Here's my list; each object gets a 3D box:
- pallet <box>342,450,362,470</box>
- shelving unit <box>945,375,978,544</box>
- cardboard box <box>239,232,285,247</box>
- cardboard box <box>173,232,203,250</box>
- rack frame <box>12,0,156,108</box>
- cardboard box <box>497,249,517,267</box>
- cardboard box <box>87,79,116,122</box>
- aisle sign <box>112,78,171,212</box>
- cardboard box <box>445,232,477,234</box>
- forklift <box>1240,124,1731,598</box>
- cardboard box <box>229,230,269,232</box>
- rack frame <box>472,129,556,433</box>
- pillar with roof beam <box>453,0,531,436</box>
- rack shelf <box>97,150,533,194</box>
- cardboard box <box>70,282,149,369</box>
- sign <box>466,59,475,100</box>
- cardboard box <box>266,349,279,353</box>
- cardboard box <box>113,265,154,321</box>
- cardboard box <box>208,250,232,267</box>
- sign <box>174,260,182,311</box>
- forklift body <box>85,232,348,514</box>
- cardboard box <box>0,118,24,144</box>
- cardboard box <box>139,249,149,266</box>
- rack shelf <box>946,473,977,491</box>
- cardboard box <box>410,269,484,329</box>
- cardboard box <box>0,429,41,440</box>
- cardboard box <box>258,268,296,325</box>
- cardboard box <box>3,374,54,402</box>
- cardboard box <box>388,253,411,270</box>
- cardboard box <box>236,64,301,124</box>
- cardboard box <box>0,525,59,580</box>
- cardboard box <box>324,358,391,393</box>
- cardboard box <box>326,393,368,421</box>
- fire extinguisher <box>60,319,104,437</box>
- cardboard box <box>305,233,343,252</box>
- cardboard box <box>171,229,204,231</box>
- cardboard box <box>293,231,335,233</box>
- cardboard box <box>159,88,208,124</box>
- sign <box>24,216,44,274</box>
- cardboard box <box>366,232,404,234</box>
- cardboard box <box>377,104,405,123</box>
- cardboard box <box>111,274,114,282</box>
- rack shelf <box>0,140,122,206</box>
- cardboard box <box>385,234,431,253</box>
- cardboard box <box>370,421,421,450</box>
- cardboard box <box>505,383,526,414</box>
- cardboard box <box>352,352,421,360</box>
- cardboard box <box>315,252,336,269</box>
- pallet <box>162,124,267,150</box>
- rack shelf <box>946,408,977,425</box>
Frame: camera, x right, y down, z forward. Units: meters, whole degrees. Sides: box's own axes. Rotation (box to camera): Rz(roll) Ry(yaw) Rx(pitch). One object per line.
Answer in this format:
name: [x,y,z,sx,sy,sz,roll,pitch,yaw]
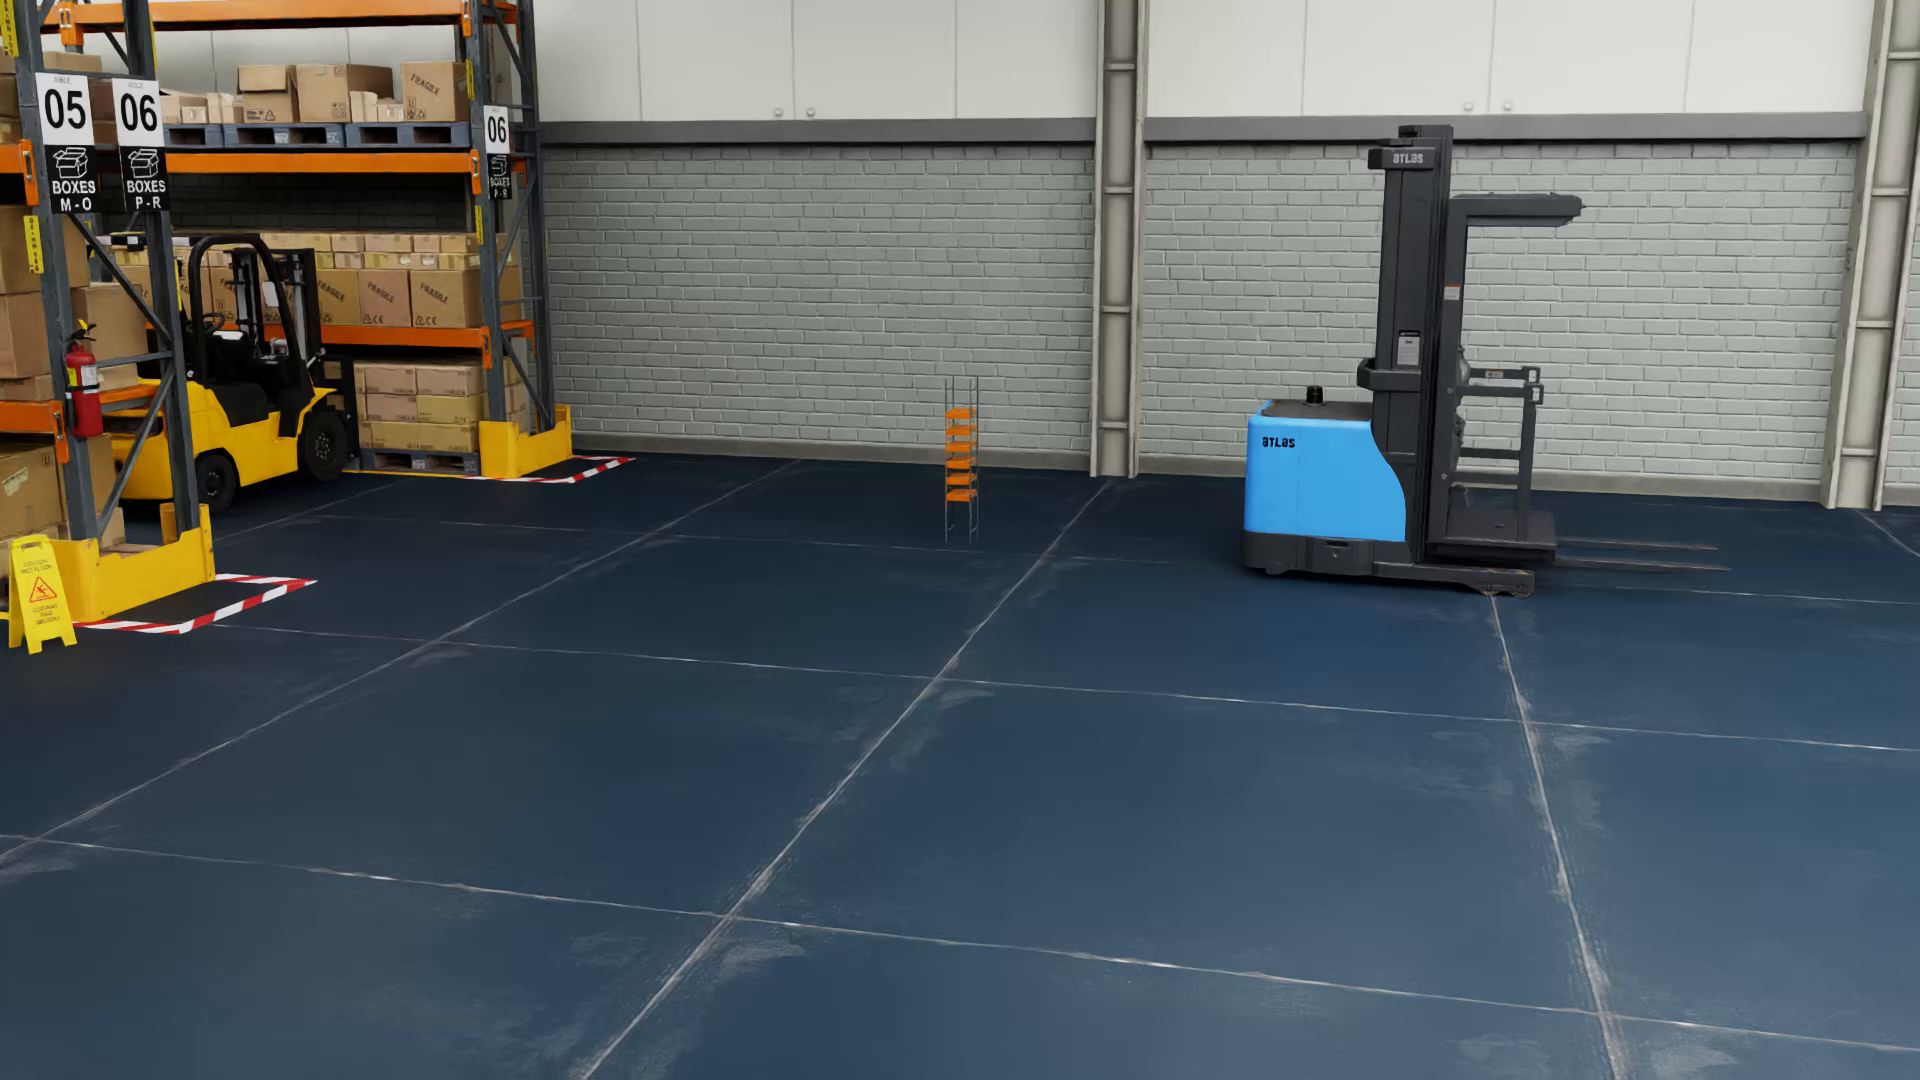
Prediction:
pallet: [-5.917,-0.871,15.671,1.213,0.211,1.003,3,13,14]
shelving unit: [0.014,-0.585,12.100,0.189,1.200,0.258,3,13,14]
cardboard box: [-6.359,-2.727,15.183,0.250,0.149,0.380,3,13,13]
cardboard box: [-7.104,-2.771,15.383,0.250,0.149,0.380,3,13,12]
rack frame: [-5.169,-4.022,9.587,0.127,3.000,1.000,3,13,14]
cardboard box: [-4.251,-2.575,15.187,0.250,0.149,0.380,3,13,12]
cardboard box: [-5.594,-2.712,10.267,0.500,0.250,0.500,3,13,13]
aisle sign: [-5.035,-2.425,10.235,0.004,0.787,0.394,3,13,14]
cardboard box: [-4.502,-2.738,15.232,0.250,0.149,0.380,4,13,15]
forklift: [3.461,-1.193,10.846,3.031,2.935,1.130,4,13,17]
cardboard box: [-6.733,-2.870,15.830,0.250,0.149,0.380,3,13,12]
rack frame: [-3.984,-2.138,14.943,0.127,3.000,1.000,3,13,14]
pillar with roof beam: [-5.475,-4.387,11.230,0.400,9.000,9.100,3,13,14]
rack shelf: [-5.925,-3.355,15.164,4.000,0.370,1.077,3,13,14]
cardboard box: [-5.563,-1.370,10.568,0.500,0.500,0.500,3,13,13]
sign: [-4.127,-3.882,14.020,0.005,0.325,0.100,3,13,14]
cardboard box: [-6.847,-1.688,15.986,0.500,0.250,0.500,3,13,13]
cardboard box: [-7.499,-2.316,15.516,0.500,0.500,0.500,3,13,12]
cardboard box: [-6.633,-2.576,15.189,0.250,0.149,0.380,3,13,13]
sign: [-5.039,-1.630,10.658,0.005,0.325,0.100,3,13,14]
forklift body: [-6.262,-1.438,13.749,1.214,2.155,2.313,3,13,14]
cardboard box: [-5.583,-2.395,9.758,0.250,0.149,0.380,3,13,14]
cardboard box: [-7.369,-2.626,15.414,0.250,0.149,0.380,3,13,15]
rack shelf: [0.014,-0.424,12.136,0.180,0.103,0.258,3,13,14]
cardboard box: [-4.524,-2.157,14.798,0.500,0.500,0.500,3,13,12]
cardboard box: [-6.418,-0.450,10.982,0.500,0.500,0.500,3,13,11]
cardboard box: [-6.014,-2.236,15.155,0.500,0.500,0.500,3,13,14]
cardboard box: [-5.584,-0.945,10.149,0.250,0.149,0.380,4,13,15]
cardboard box: [-4.880,-2.495,14.828,0.250,0.149,0.380,3,13,15]
cardboard box: [-6.001,-3.990,14.930,0.637,0.503,0.797,3,13,15]
cardboard box: [-6.042,0.057,10.429,0.500,0.250,0.500,3,13,13]
cardboard box: [-5.495,-1.496,15.121,0.500,0.250,0.500,3,13,14]
cardboard box: [-5.522,-1.254,15.187,0.500,0.250,0.500,3,13,12]
fire extinguisher: [-5.169,-0.953,9.782,0.183,0.674,0.296,3,13,14]
cardboard box: [-5.645,-2.668,14.917,0.250,0.149,0.380,3,13,15]
cardboard box: [-7.485,-2.903,15.977,0.250,0.149,0.380,3,13,14]
cardboard box: [-6.011,-2.810,15.558,0.250,0.149,0.380,3,13,15]
cardboard box: [-7.118,-3.925,15.081,0.500,0.311,0.500,3,13,15]
sign: [-5.322,-1.697,9.556,0.005,0.325,0.100,3,13,14]
cardboard box: [-5.263,-2.766,15.362,0.250,0.149,0.380,3,13,15]
cardboard box: [-4.861,-3.712,14.495,0.250,0.149,0.380,3,13,12]
cardboard box: [-8.298,-2.596,16.202,0.500,0.250,0.500,3,13,13]
rack shelf: [-7.111,-2.311,10.458,4.000,0.370,1.077,3,13,14]
cardboard box: [-4.889,-2.637,14.777,0.250,0.149,0.380,3,13,15]
cardboard box: [-4.996,-0.986,15.131,0.500,0.250,0.500,3,13,14]
cardboard box: [-4.390,-1.312,15.448,0.500,0.250,0.500,3,13,15]
cardboard box: [-5.374,-1.606,15.619,0.500,0.250,0.500,3,13,13]
cardboard box: [-5.639,-2.524,14.954,0.250,0.149,0.380,3,13,14]
pallet: [-7.033,-3.727,15.388,1.213,0.211,1.003,3,13,14]
rack shelf: [0.014,-0.893,12.032,0.180,0.103,0.258,3,13,14]
